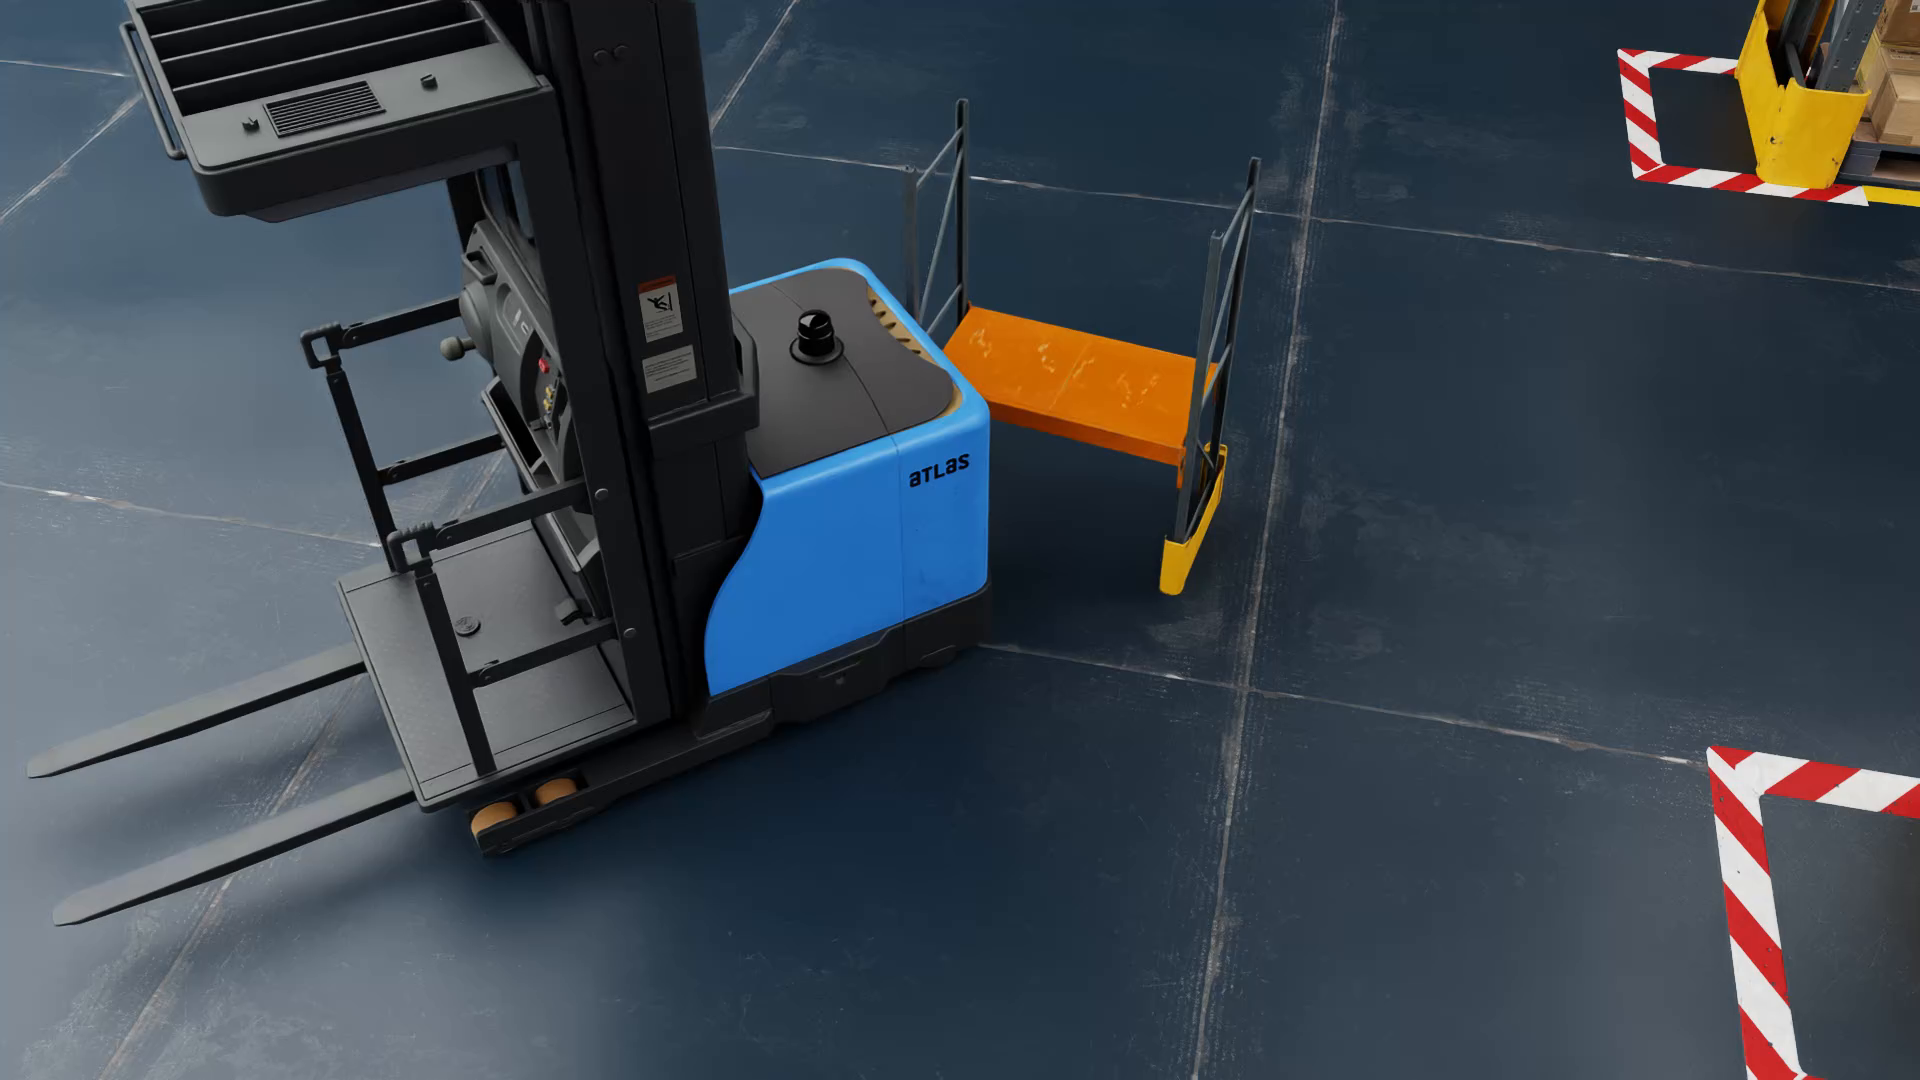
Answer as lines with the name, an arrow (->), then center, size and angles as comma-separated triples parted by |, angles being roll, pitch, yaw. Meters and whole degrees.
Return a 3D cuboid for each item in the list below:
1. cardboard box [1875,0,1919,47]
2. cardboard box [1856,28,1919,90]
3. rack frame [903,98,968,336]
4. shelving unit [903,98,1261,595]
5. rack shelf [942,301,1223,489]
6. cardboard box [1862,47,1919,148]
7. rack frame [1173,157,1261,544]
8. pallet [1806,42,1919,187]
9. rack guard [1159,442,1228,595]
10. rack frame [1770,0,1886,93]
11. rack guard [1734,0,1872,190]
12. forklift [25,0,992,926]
cardboard box -> 4.774, -2.726, 8.059 | 0.500, 0.500, 0.500 | 9, 45, 9
cardboard box -> 4.774, -2.455, 8.317 | 0.500, 0.250, 0.500 | 9, 45, 9
rack frame -> -0.077, -0.796, 5.995 | 0.032, 1.500, 0.500 | 15, 46, 15
shelving unit -> 0.403, -0.663, 5.857 | 1.083, 1.500, 0.587 | 15, 46, 15
rack shelf -> 0.395, -0.536, 5.984 | 1.000, 0.185, 0.538 | 15, 46, 15
cardboard box -> 4.661, -2.104, 7.953 | 0.500, 0.250, 0.500 | 9, 45, 9
rack frame -> 0.867, -0.535, 5.724 | 0.032, 1.500, 0.500 | 15, 46, 15
pallet -> 4.941, -2.083, 8.262 | 1.213, 0.211, 1.003 | 9, 45, 9
rack guard -> 0.866, -0.085, 6.158 | 0.087, 0.250, 0.587 | 15, 46, 15
rack frame -> 4.186, -3.175, 7.386 | 0.127, 3.000, 1.000 | 9, 45, 9
rack guard -> 4.163, -2.278, 8.257 | 0.348, 0.500, 1.175 | 9, 45, 9
forklift -> -1.434, -0.494, 4.649 | 3.031, 2.935, 1.130 | -21, 48, -20
